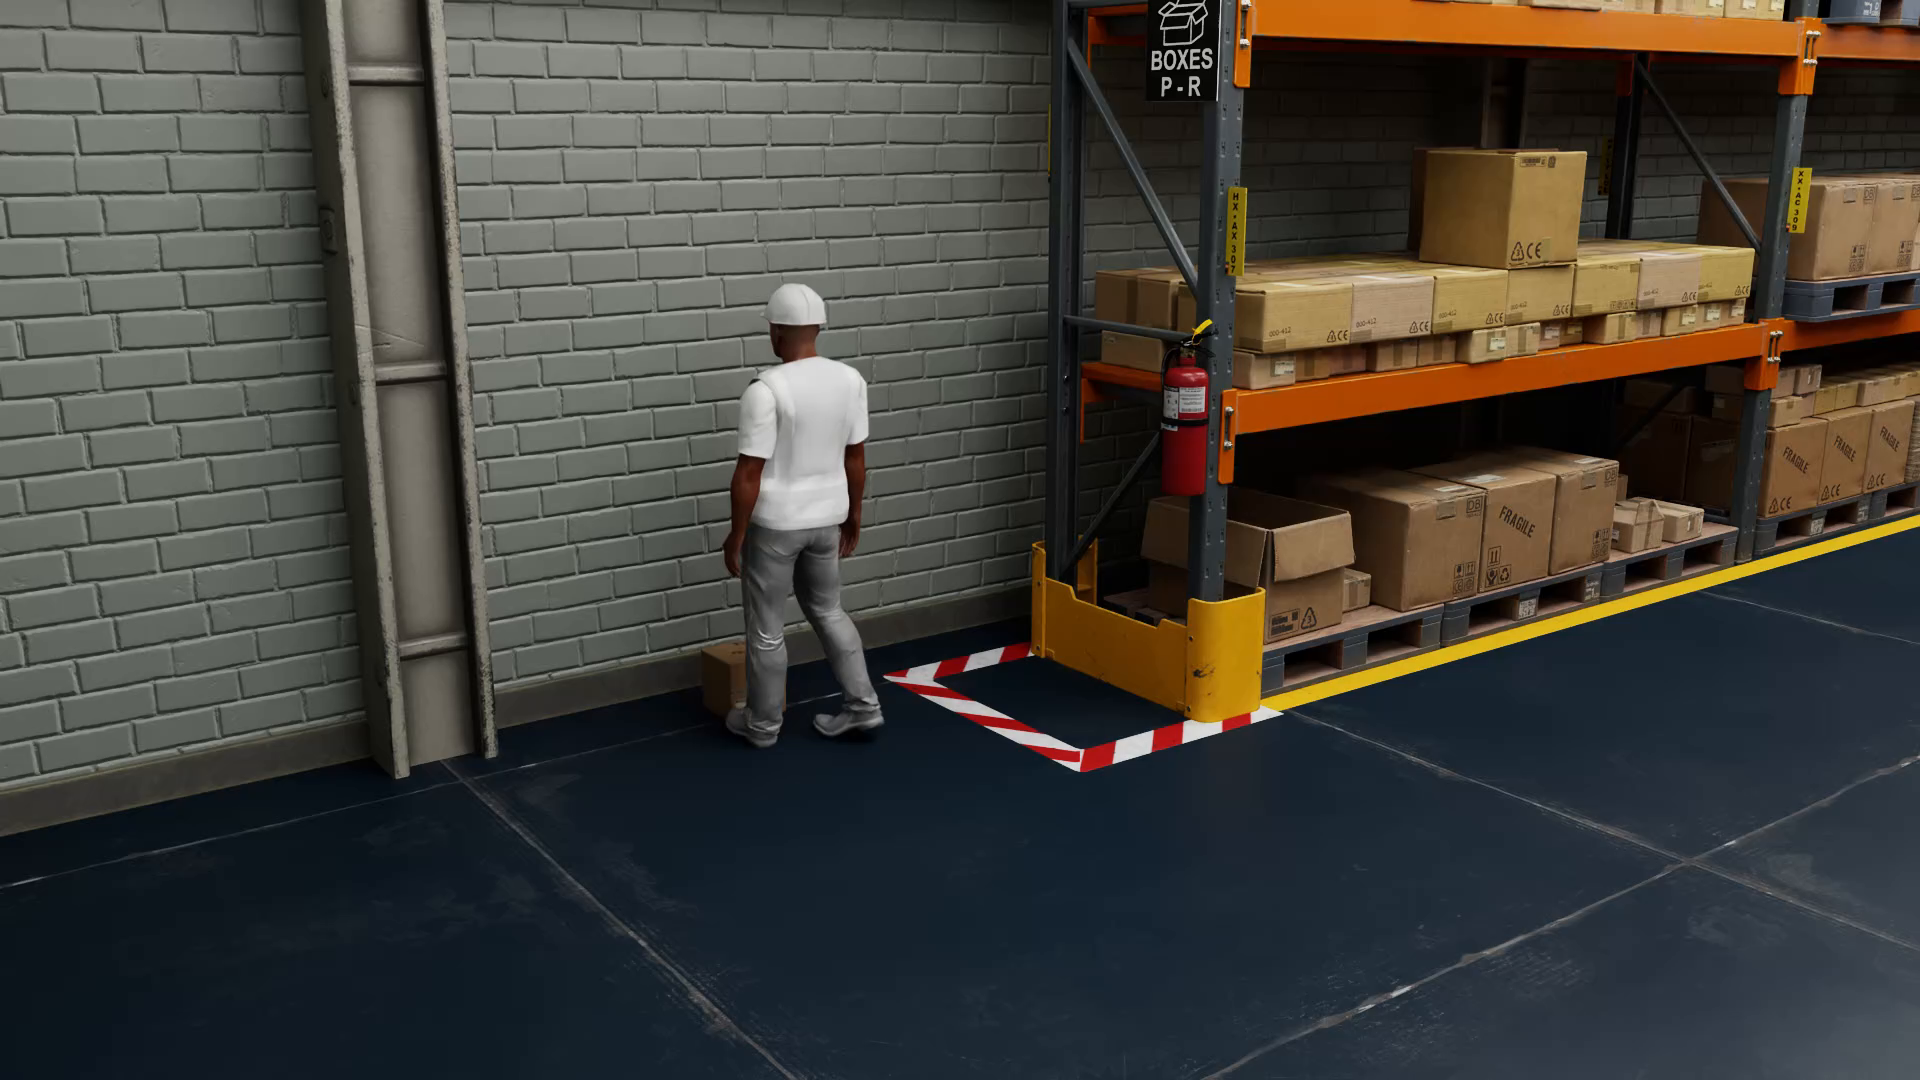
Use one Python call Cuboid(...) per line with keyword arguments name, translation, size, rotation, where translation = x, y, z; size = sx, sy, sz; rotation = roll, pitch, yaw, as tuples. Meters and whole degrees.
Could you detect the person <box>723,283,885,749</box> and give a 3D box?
Cuboid(name="person", translation=(-0.655, -0.083, 6.272), size=(0.590, 1.768, 0.549), rotation=(-12, 19, -40))
